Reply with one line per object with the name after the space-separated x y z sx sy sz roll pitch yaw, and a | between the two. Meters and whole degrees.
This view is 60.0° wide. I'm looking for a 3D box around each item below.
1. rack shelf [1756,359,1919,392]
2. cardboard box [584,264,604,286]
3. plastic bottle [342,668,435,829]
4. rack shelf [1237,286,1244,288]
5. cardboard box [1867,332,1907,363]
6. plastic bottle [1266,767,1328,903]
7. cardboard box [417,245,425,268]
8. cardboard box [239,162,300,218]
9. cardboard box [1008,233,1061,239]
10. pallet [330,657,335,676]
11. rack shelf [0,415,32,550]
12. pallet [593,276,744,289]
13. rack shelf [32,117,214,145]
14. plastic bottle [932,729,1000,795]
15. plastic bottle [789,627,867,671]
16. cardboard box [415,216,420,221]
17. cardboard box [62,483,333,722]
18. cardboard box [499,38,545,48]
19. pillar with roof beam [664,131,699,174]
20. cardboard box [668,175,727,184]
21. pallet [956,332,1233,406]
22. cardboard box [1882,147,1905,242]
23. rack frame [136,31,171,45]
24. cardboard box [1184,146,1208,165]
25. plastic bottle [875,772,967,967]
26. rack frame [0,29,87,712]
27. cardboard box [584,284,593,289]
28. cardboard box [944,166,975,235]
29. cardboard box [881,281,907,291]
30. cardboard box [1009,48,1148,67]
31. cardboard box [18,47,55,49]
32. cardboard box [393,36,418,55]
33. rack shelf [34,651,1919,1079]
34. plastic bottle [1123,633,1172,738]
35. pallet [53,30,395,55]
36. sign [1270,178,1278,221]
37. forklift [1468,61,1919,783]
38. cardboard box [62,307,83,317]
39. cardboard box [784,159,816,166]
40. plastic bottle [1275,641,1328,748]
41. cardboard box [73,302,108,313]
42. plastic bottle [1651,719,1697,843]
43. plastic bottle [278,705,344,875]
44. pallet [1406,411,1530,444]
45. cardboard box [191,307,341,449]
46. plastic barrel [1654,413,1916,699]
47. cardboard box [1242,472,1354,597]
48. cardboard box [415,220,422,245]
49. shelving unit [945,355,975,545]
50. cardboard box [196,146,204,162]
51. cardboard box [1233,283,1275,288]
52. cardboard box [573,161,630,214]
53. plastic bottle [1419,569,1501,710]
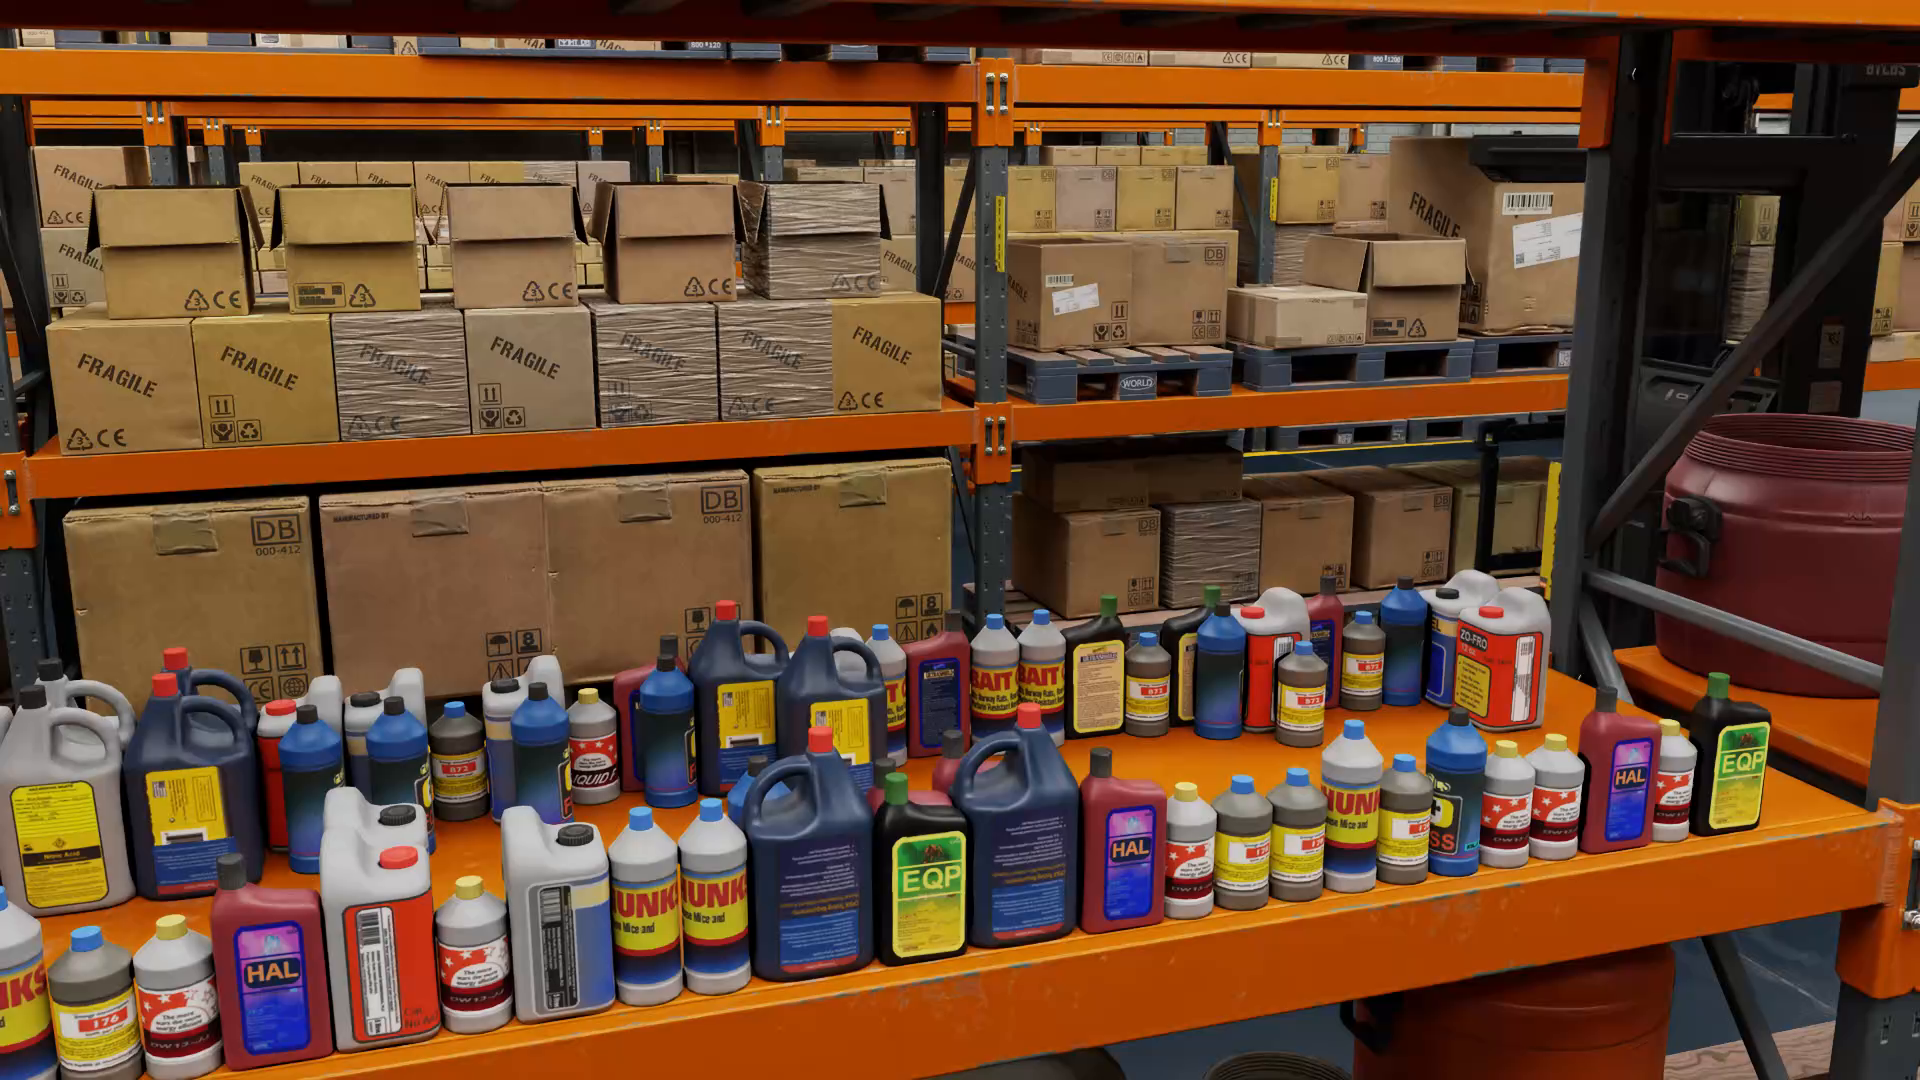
5.682 -0.994 9.894 4.000 0.370 1.077 -4 14 -18 | rack shelf
-2.528 -1.887 11.728 0.250 0.149 0.380 -5 14 -19 | cardboard box
-0.993 0.367 2.888 0.135 0.276 0.152 -4 14 -18 | plastic bottle
4.196 -2.089 14.499 4.000 0.370 1.077 -4 14 -18 | rack shelf
5.040 -1.094 9.303 0.250 0.149 0.380 -4 14 -18 | cardboard box
0.533 0.463 2.645 0.097 0.201 0.097 0 13 0 | plastic bottle
-3.771 -1.935 11.287 0.250 0.149 0.380 -4 14 -16 | cardboard box
-6.447 -3.284 15.590 0.500 0.500 0.500 -4 14 -17 | cardboard box
0.453 -2.131 12.902 0.500 0.500 0.500 -5 14 -19 | cardboard box
-3.088 0.677 7.340 1.213 0.211 1.003 -4 14 -18 | pallet
-5.691 -0.108 6.171 4.000 0.370 1.077 -4 14 -18 | rack shelf
-2.132 -1.827 12.257 1.003 0.211 1.213 -4 14 -18 | pallet
-8.852 -3.741 14.961 4.000 0.370 1.077 -4 14 -18 | rack shelf
0.024 0.432 2.598 0.133 0.283 0.061 -4 14 -18 | plastic bottle
-0.252 0.309 3.130 0.135 0.276 0.152 -4 14 -18 | plastic bottle
-3.981 -2.221 11.846 0.250 0.149 0.380 -5 14 -20 | cardboard box
-3.195 0.172 7.122 0.875 0.875 1.225 -4 14 -18 | cardboard box
-2.896 -3.331 11.465 0.500 0.500 0.500 -4 14 -18 | cardboard box
-2.430 -6.431 18.234 0.400 9.000 9.100 -4 14 -18 | pillar with roof beam
-2.665 -3.455 16.918 0.500 0.500 0.500 -5 14 -20 | cardboard box
0.637 -0.884 8.291 1.003 0.211 1.213 -4 14 -18 | pallet
4.768 -1.891 9.090 0.500 0.500 0.500 -4 14 -18 | cardboard box
-5.281 -4.620 10.619 0.127 3.000 1.000 -4 14 -18 | rack frame
2.553 -4.157 18.618 0.500 0.500 0.700 -5 14 -18 | cardboard box
-0.057 0.473 2.424 0.133 0.283 0.061 -4 14 -18 | plastic bottle
-3.795 -0.606 6.708 0.127 3.000 1.000 -4 14 -18 | rack frame
-3.846 -2.213 17.146 0.875 0.875 0.875 -5 14 -19 | cardboard box
-0.097 -2.638 12.876 0.500 0.500 0.700 -5 14 -19 | cardboard box
-0.552 -0.974 8.038 0.500 0.500 0.500 -4 14 -16 | cardboard box
0.522 -2.266 7.531 0.500 0.250 0.500 -4 14 -17 | cardboard box
-5.661 -2.992 10.582 0.500 0.250 0.500 -4 14 -17 | cardboard box
-3.776 -3.500 11.263 0.637 0.503 0.797 -5 14 -19 | cardboard box
-0.320 0.683 2.845 4.000 0.370 1.077 -4 14 -18 | rack shelf
0.379 0.289 3.373 0.097 0.201 0.097 0 13 0 | plastic bottle
-2.942 -2.051 6.713 1.217 0.209 0.805 -5 14 -20 | pallet
2.483 -2.698 13.173 0.005 0.325 0.100 -4 14 -18 | sign
2.598 -0.507 6.442 3.031 2.935 1.130 -4 14 -17 | forklift
-5.687 -1.464 10.857 0.250 0.149 0.380 -5 14 -20 | cardboard box
-1.704 -3.970 17.685 0.250 0.149 0.380 -5 14 -21 | cardboard box
0.681 0.303 3.316 0.097 0.201 0.097 0 13 0 | plastic bottle
-3.439 -0.749 7.093 0.500 0.500 0.500 -4 14 -18 | cardboard box
1.213 0.410 2.868 0.097 0.201 0.097 0 13 0 | plastic bottle
-1.064 0.405 2.737 0.097 0.271 0.097 0 13 0 | plastic bottle
4.205 -1.065 14.664 1.213 0.211 1.003 -4 14 -18 | pallet
-2.803 -0.671 6.766 0.500 0.500 0.500 -4 14 -18 | cardboard box
1.919 0.018 3.790 0.708 0.536 0.600 -4 14 -18 | plastic barrel
1.681 -0.040 8.780 0.500 0.500 0.700 -3 14 -13 | cardboard box
-3.776 -2.078 11.247 0.250 0.149 0.380 -5 14 -19 | cardboard box
0.014 -0.585 10.508 0.189 1.200 0.258 -4 14 -18 | shelving unit
-7.338 -3.664 15.785 0.250 0.149 0.380 -5 14 -19 | cardboard box
1.490 -1.222 8.683 0.258 0.266 0.396 -5 14 -20 | cardboard box
-3.572 -3.514 16.558 0.500 0.500 0.500 -5 14 -20 | cardboard box
1.062 0.207 3.561 0.135 0.276 0.152 -4 14 -18 | plastic bottle
